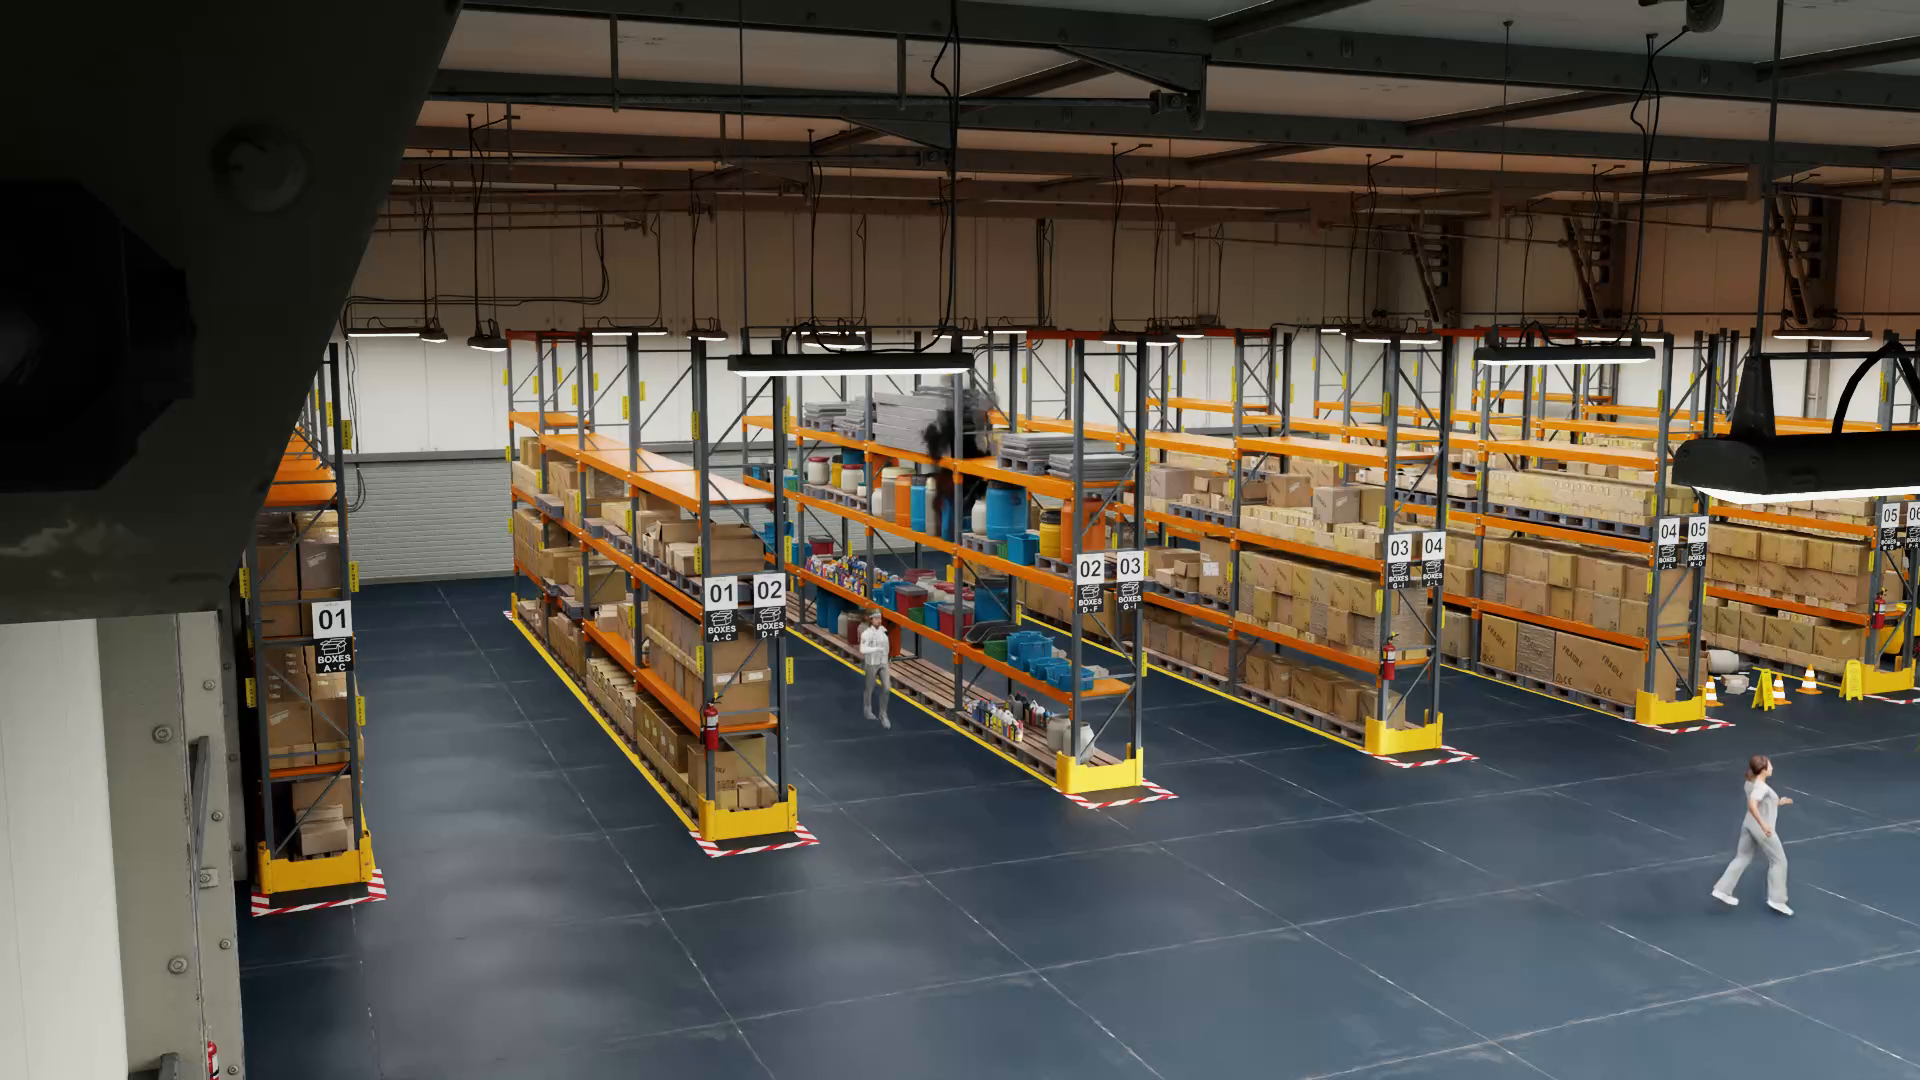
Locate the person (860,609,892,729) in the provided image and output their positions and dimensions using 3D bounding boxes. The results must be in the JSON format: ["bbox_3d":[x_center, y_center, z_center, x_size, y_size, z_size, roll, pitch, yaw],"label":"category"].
[{"bbox_3d":[-1.207,1.891,24.554,0.592,1.788,0.666,-5,9,-31],"label":"person"}]

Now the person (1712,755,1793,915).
[{"bbox_3d":[8.419,3.113,17.575,0.830,1.715,0.541,-1,8,-4],"label":"person"}]
